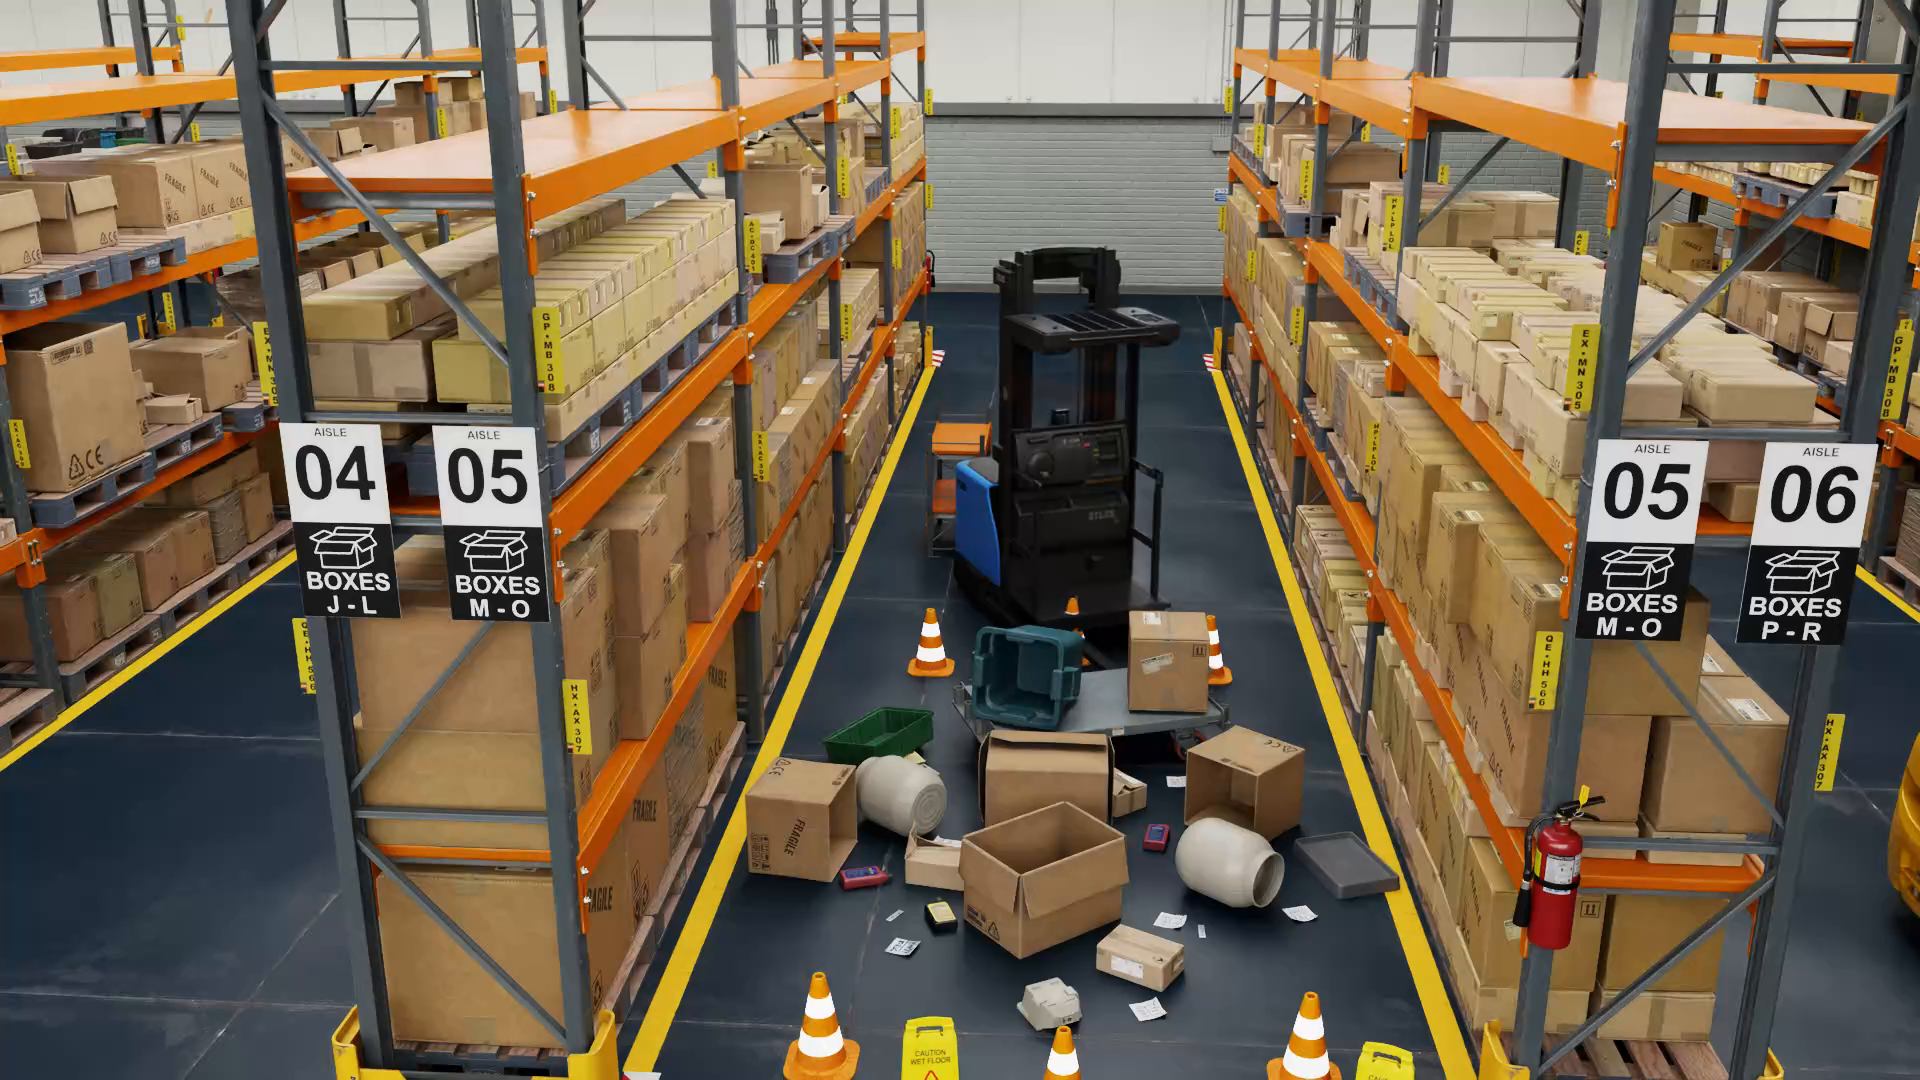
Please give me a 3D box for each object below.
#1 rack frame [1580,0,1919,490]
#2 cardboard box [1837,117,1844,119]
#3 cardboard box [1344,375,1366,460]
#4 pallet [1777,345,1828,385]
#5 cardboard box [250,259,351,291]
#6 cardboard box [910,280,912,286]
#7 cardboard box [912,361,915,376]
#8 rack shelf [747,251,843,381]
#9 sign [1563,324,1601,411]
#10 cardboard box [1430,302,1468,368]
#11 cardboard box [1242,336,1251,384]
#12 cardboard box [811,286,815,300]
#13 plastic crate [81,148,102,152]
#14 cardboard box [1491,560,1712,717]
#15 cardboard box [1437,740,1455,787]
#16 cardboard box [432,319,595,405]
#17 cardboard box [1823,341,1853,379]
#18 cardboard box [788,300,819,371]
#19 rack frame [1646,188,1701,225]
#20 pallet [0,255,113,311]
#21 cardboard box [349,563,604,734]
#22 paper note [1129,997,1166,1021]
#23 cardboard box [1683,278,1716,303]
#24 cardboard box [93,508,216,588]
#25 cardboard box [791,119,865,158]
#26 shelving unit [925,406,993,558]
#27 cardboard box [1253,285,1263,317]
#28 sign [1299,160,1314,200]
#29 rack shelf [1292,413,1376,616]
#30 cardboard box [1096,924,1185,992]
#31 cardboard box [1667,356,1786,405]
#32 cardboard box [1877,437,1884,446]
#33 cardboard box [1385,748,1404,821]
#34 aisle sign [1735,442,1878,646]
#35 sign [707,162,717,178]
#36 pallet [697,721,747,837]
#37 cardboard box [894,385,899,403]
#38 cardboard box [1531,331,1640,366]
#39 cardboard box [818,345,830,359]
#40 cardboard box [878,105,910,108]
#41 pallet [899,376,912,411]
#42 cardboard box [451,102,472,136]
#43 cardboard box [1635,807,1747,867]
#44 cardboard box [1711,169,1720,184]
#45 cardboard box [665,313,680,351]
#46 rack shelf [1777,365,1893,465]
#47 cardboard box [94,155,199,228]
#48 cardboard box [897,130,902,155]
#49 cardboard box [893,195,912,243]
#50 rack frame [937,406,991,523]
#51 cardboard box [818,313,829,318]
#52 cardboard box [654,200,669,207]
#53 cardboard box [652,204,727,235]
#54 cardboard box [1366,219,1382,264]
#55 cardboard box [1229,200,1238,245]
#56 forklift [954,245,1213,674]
[{"bbox_3d":[2.843,-1.620,5.743,1.000,3.000,0.127,1,18,4],"label":"rack frame"},{"bbox_3d":[8.701,-4.181,16.802,0.396,0.266,0.258,1,18,3],"label":"cardboard box"},{"bbox_3d":[3.011,-0.863,11.753,0.500,0.500,0.500,2,18,6],"label":"cardboard box"},{"bbox_3d":[8.502,-1.657,15.798,1.003,0.211,1.213,1,18,4],"label":"pallet"},{"bbox_3d":[-6.350,-2.428,16.072,0.797,0.503,0.637,2,18,5],"label":"cardboard box"},{"bbox_3d":[-0.798,-3.275,20.831,0.380,0.149,0.250,0,18,1],"label":"cardboard box"},{"bbox_3d":[-0.767,-2.174,20.973,0.380,0.149,0.250,0,18,1],"label":"cardboard box"},{"bbox_3d":[-1.671,-1.795,12.250,1.077,0.370,4.000,1,18,4],"label":"rack shelf"},{"bbox_3d":[2.291,-0.634,6.129,0.100,0.325,0.005,1,18,4],"label":"sign"},{"bbox_3d":[2.748,-1.061,8.616,0.500,0.250,0.500,1,18,4],"label":"cardboard box"},{"bbox_3d":[3.985,-2.229,20.675,0.875,0.438,0.875,2,18,5],"label":"cardboard box"},{"bbox_3d":[-1.745,-2.604,17.632,0.380,0.149,0.250,1,18,3],"label":"cardboard box"},{"bbox_3d":[-10.735,-4.723,20.453,0.437,0.136,0.530,1,18,4],"label":"plastic crate"},{"bbox_3d":[2.662,0.403,6.958,0.700,0.500,0.500,1,18,3],"label":"cardboard box"},{"bbox_3d":[2.641,1.143,8.439,0.380,0.149,0.250,2,18,6],"label":"cardboard box"},{"bbox_3d":[-1.811,-0.735,6.787,0.500,0.250,0.500,1,18,4],"label":"cardboard box"},{"bbox_3d":[8.120,-1.607,14.905,0.500,0.250,0.500,0,18,1],"label":"cardboard box"},{"bbox_3d":[-1.570,-1.716,13.905,0.700,0.500,0.500,1,18,4],"label":"cardboard box"},{"bbox_3d":[8.941,-3.629,21.508,1.000,3.000,0.127,1,18,4],"label":"rack frame"},{"bbox_3d":[-6.604,-1.758,11.283,1.213,0.211,1.003,1,18,4],"label":"pallet"},{"bbox_3d":[-2.036,0.453,7.076,0.875,0.550,0.550,1,18,4],"label":"cardboard box"},{"bbox_3d":[0.925,2.304,8.171,0.148,0.019,0.142,-5,19,-15],"label":"paper note"},{"bbox_3d":[8.469,-2.776,18.668,0.500,0.250,0.500,1,18,4],"label":"cardboard box"},{"bbox_3d":[-6.557,0.061,13.554,0.700,0.500,0.500,3,18,9],"label":"cardboard box"},{"bbox_3d":[-1.378,-4.133,17.392,0.700,0.500,0.500,1,18,4],"label":"cardboard box"},{"bbox_3d":[0.000,-0.537,15.081,0.538,1.125,1.048,1,18,4],"label":"shelving unit"},{"bbox_3d":[3.390,-2.532,17.598,0.500,0.250,0.500,1,18,2],"label":"cardboard box"},{"bbox_3d":[2.863,-2.978,13.745,0.100,0.325,0.005,1,18,4],"label":"sign"},{"bbox_3d":[3.273,-0.291,12.476,1.077,0.370,4.000,1,18,4],"label":"rack shelf"},{"bbox_3d":[0.922,2.134,8.500,0.380,0.149,0.250,12,22,32],"label":"cardboard box"},{"bbox_3d":[3.074,-0.639,6.688,0.380,0.149,0.250,1,18,4],"label":"cardboard box"},{"bbox_3d":[8.782,-0.945,15.614,0.380,0.149,0.250,1,18,3],"label":"cardboard box"},{"bbox_3d":[2.791,1.439,9.783,0.500,0.250,0.500,2,18,7],"label":"cardboard box"},{"bbox_3d":[3.148,0.022,6.192,0.394,0.787,0.004,1,18,4],"label":"aisle sign"},{"bbox_3d":[-2.069,-3.017,13.992,0.100,0.325,0.005,1,18,4],"label":"sign"},{"bbox_3d":[-1.947,1.469,10.428,1.003,0.211,1.213,1,18,4],"label":"pallet"},{"bbox_3d":[-0.896,-1.667,18.946,0.380,0.149,0.250,2,18,6],"label":"cardboard box"},{"bbox_3d":[2.699,-0.802,7.187,0.380,0.149,0.250,1,18,4],"label":"cardboard box"},{"bbox_3d":[-1.293,-1.700,14.873,0.380,0.149,0.250,2,18,6],"label":"cardboard box"},{"bbox_3d":[-0.818,-5.335,20.694,0.380,0.149,0.250,1,18,2],"label":"cardboard box"},{"bbox_3d":[-1.144,-1.839,20.525,1.003,0.211,1.213,1,18,4],"label":"pallet"},{"bbox_3d":[-6.142,-4.849,19.418,0.700,0.500,0.500,2,18,7],"label":"cardboard box"},{"bbox_3d":[3.074,1.249,7.024,0.380,0.149,0.250,1,18,4],"label":"cardboard box"},{"bbox_3d":[8.434,-3.970,18.135,0.380,0.149,0.250,2,18,6],"label":"cardboard box"},{"bbox_3d":[-1.631,-1.050,8.387,0.380,0.149,0.250,1,18,4],"label":"cardboard box"},{"bbox_3d":[8.511,-1.424,15.932,1.077,0.370,4.000,1,18,4],"label":"rack shelf"},{"bbox_3d":[-6.329,-2.719,12.950,0.500,0.500,0.500,2,18,5],"label":"cardboard box"},{"bbox_3d":[-0.927,-4.466,18.683,0.500,0.250,0.500,1,18,4],"label":"cardboard box"},{"bbox_3d":[-0.839,-3.851,19.940,0.500,0.500,0.500,1,18,2],"label":"cardboard box"},{"bbox_3d":[0.037,-0.695,15.563,0.500,1.125,0.032,1,18,4],"label":"rack frame"},{"bbox_3d":[-1.263,-1.995,15.294,0.380,0.149,0.250,1,18,4],"label":"cardboard box"},{"bbox_3d":[-1.909,-2.270,11.852,0.500,0.311,0.500,1,18,2],"label":"cardboard box"},{"bbox_3d":[-1.541,-1.823,9.468,0.380,0.149,0.250,1,18,4],"label":"cardboard box"},{"bbox_3d":[3.106,-2.065,11.485,0.500,0.250,0.500,2,18,5],"label":"cardboard box"},{"bbox_3d":[3.641,-3.958,20.745,0.500,0.500,0.500,1,18,2],"label":"cardboard box"},{"bbox_3d":[0.938,-0.656,12.544,1.130,2.935,3.031,-7,19,-19],"label":"forklift"}]
